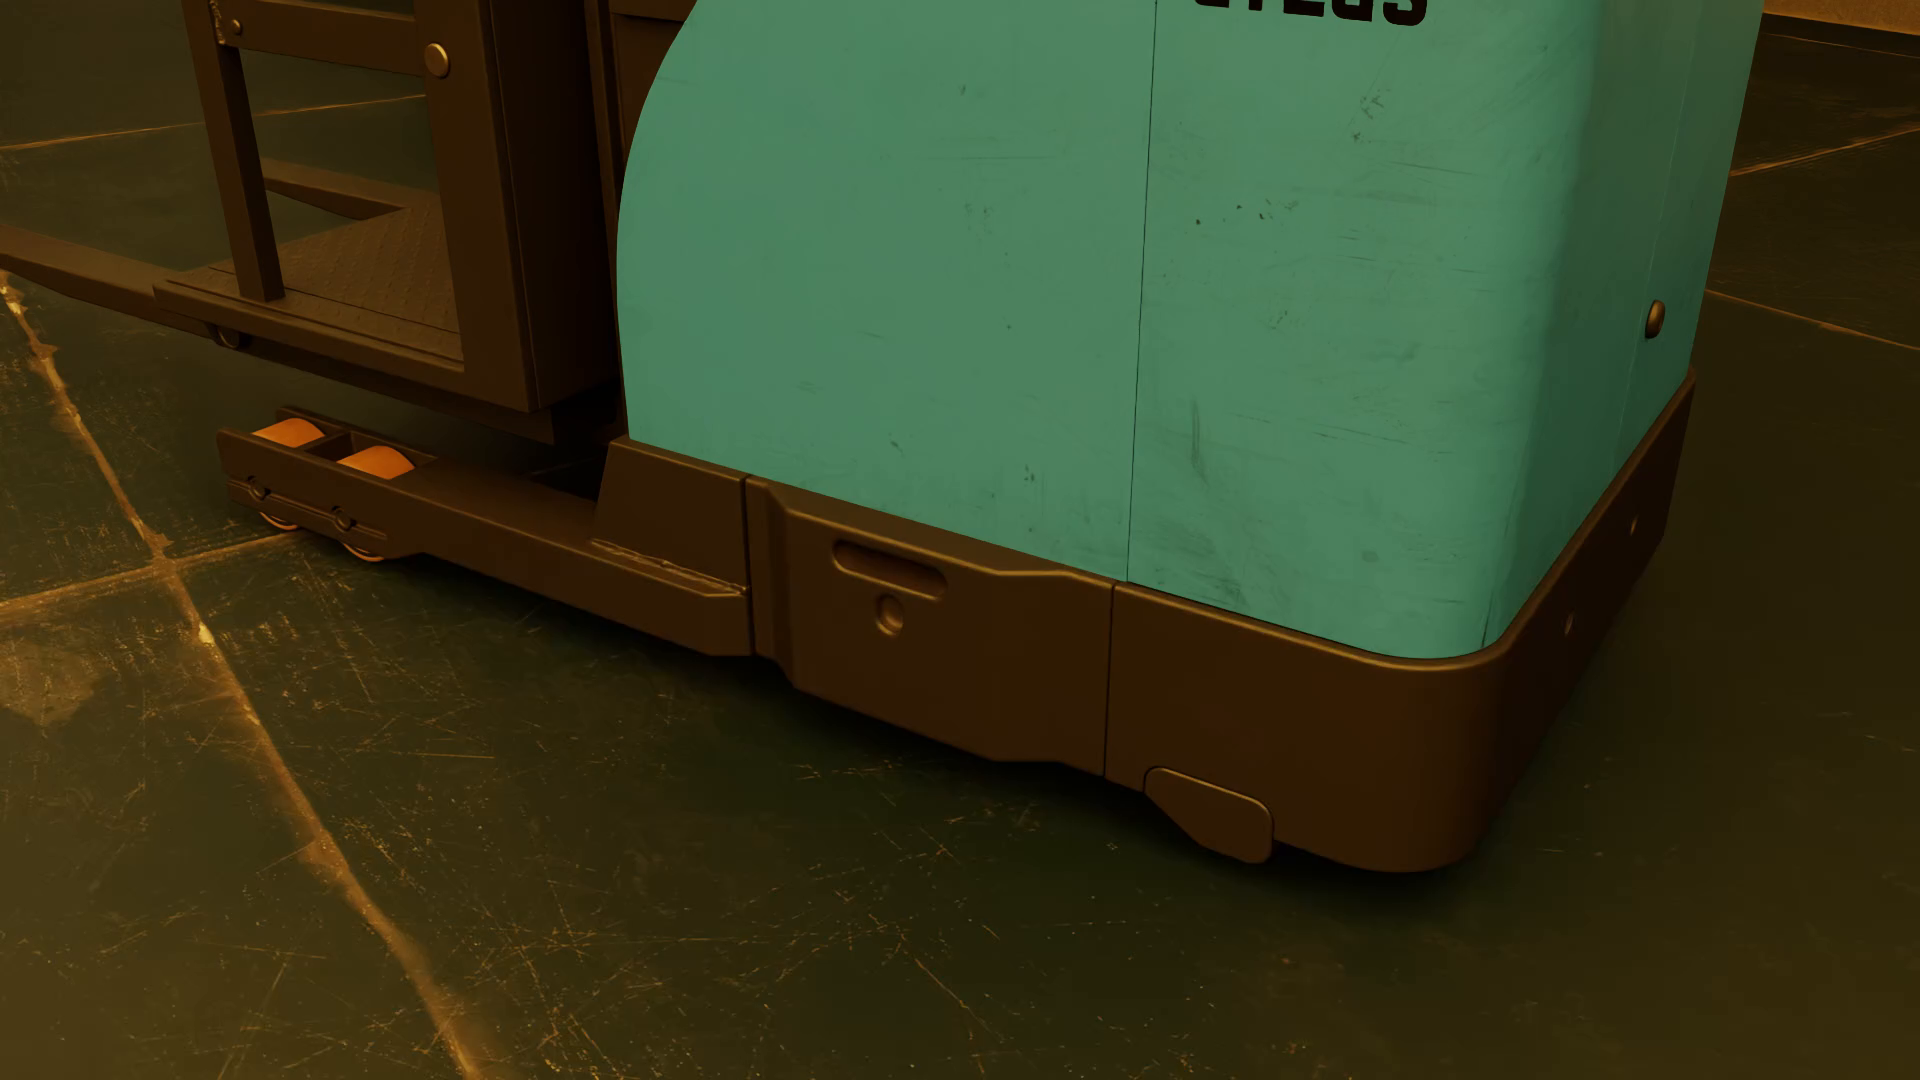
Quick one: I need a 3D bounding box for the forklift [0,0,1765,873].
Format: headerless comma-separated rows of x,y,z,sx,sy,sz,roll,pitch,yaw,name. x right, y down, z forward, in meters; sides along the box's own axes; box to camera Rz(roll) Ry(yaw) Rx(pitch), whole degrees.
-0.511,-1.459,2.139,3.031,2.935,1.130,16,31,29,forklift
